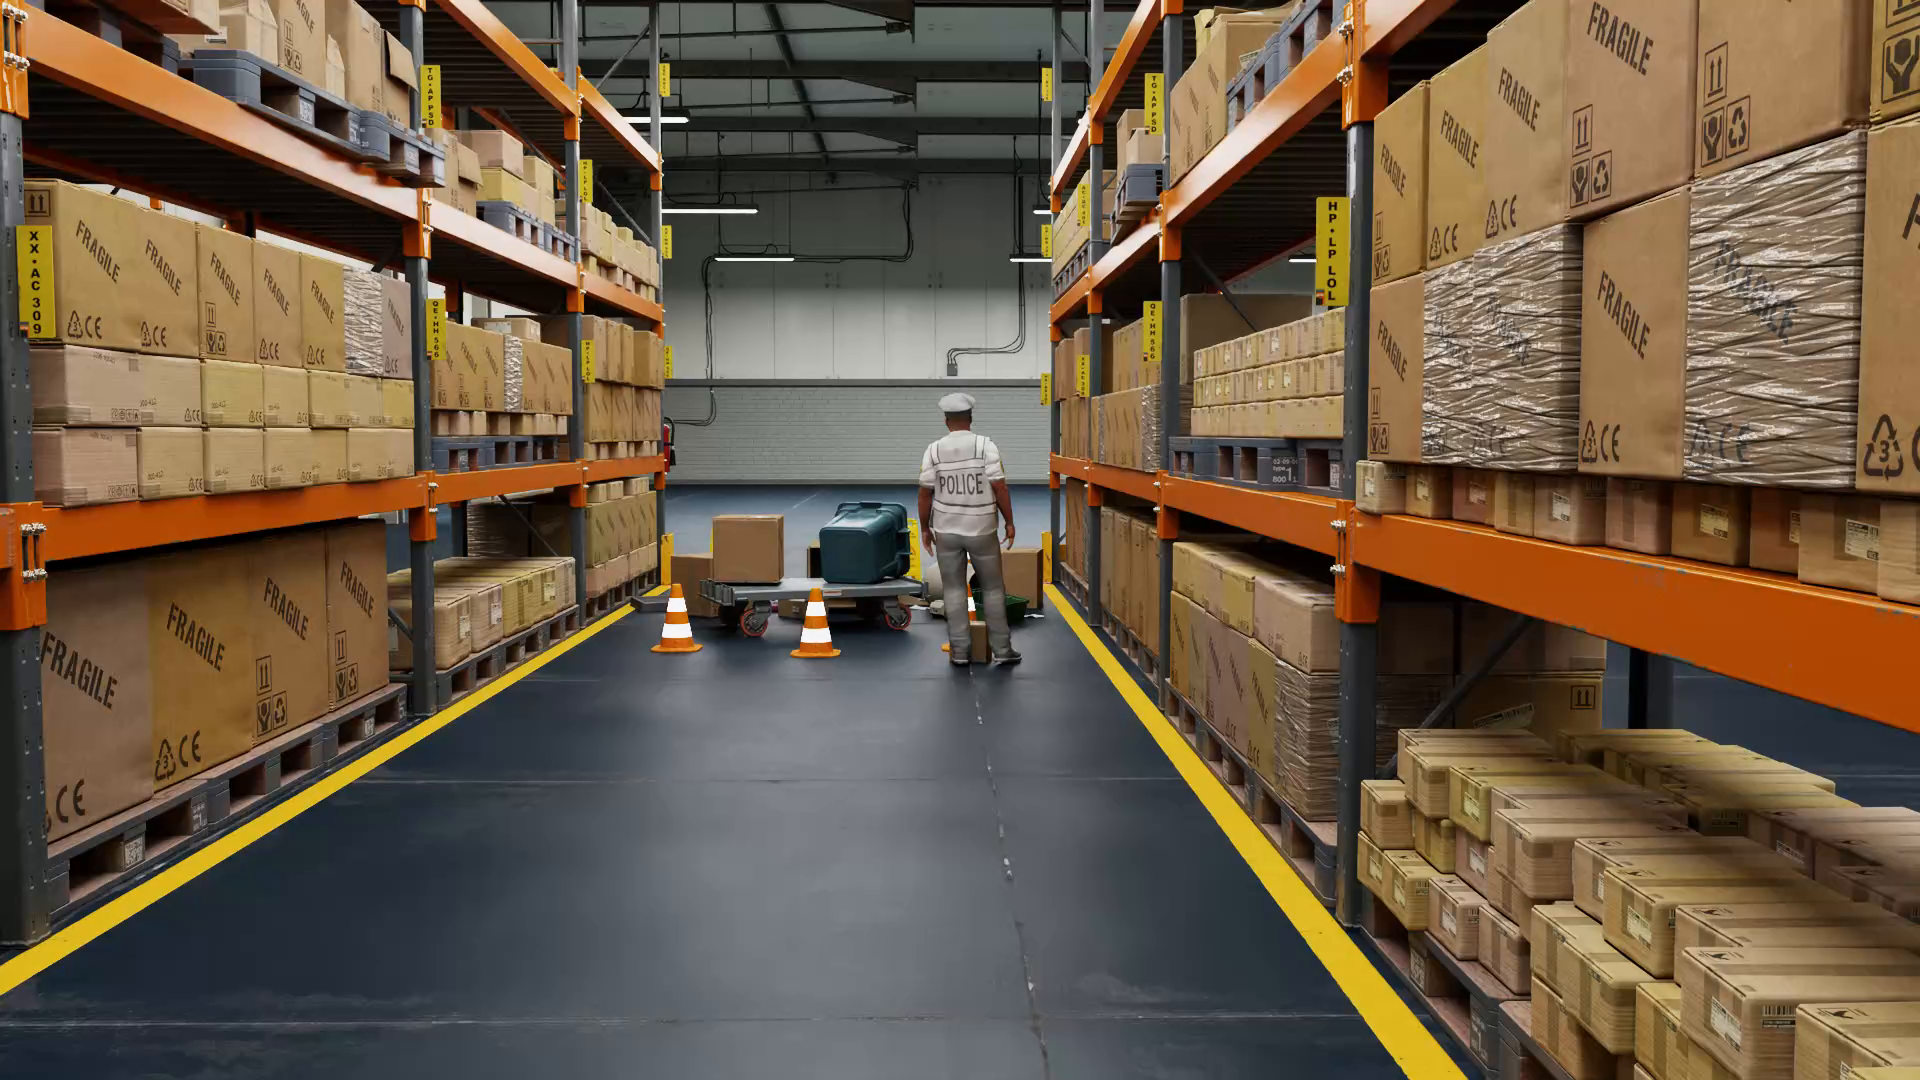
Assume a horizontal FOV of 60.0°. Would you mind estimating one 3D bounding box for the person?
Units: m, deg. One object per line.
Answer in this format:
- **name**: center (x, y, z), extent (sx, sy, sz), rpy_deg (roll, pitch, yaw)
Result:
- **person**: center (0.062, -0.074, 10.953), extent (0.640, 1.780, 0.575), rpy_deg (1, 4, 11)
